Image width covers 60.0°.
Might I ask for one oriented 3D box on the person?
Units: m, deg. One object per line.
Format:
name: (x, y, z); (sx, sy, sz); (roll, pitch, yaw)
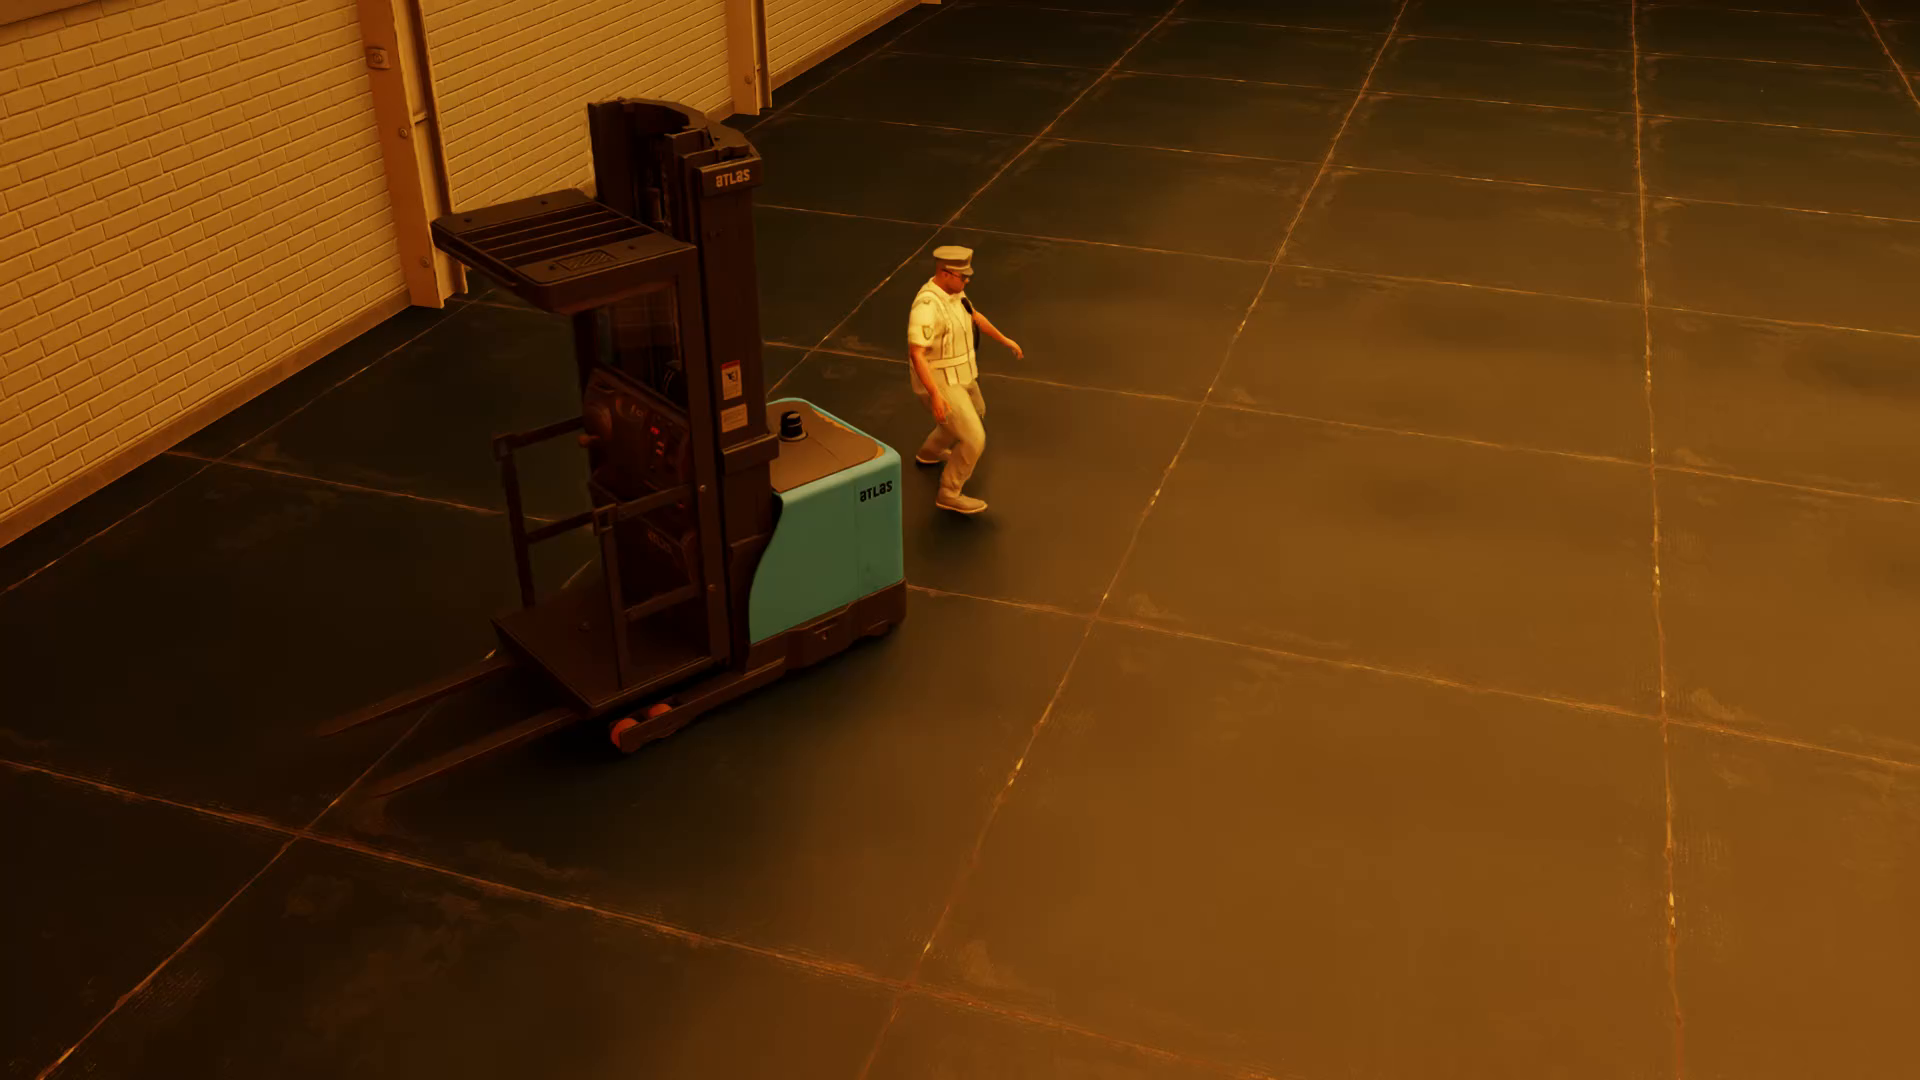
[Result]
person: (-0.029, -1.037, 10.338); (0.722, 1.628, 0.972); (12, 32, 20)

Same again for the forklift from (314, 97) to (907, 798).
forklift: (-1.748, -0.514, 8.038); (3.031, 2.935, 1.130); (-23, 37, -34)
